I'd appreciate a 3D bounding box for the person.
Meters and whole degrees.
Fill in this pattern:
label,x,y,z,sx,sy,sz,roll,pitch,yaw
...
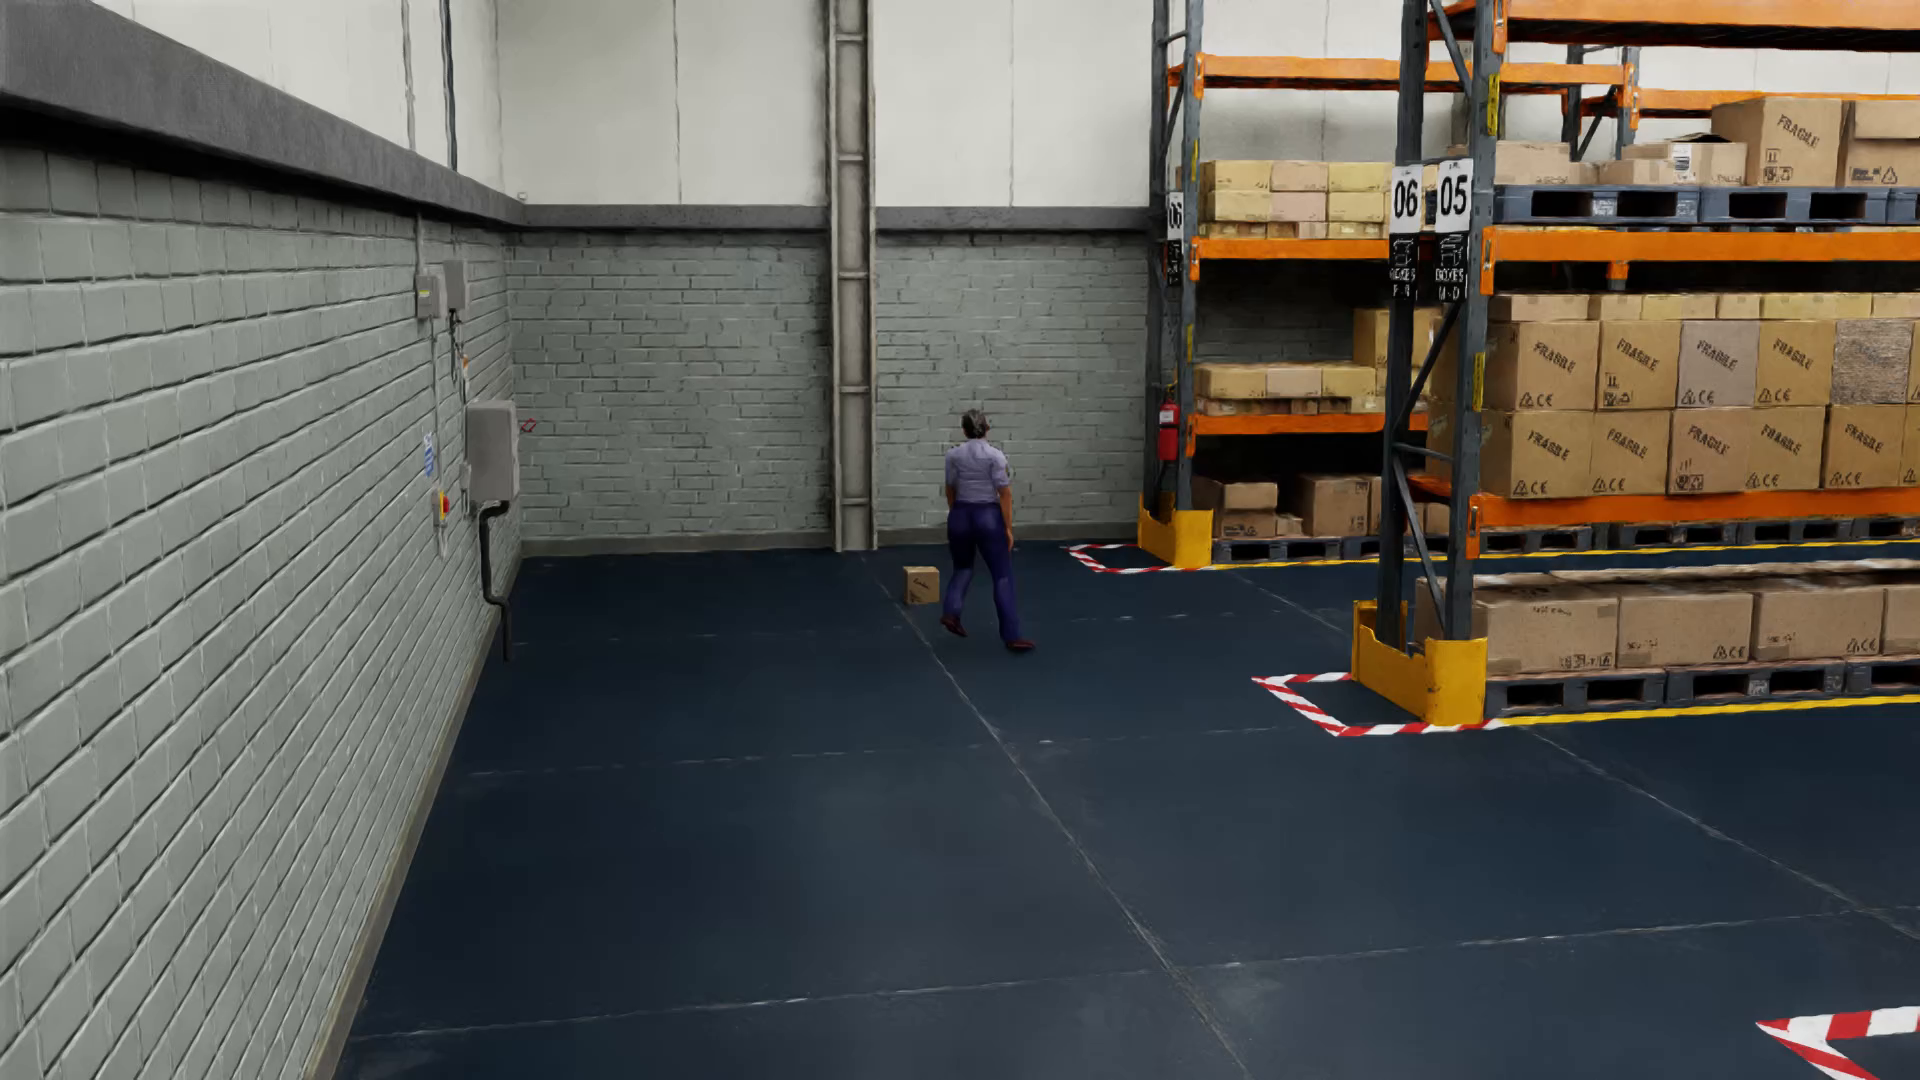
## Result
label,x,y,z,sx,sy,sz,roll,pitch,yaw
person,0.208,-0.079,11.390,0.635,1.633,0.437,3,10,19
